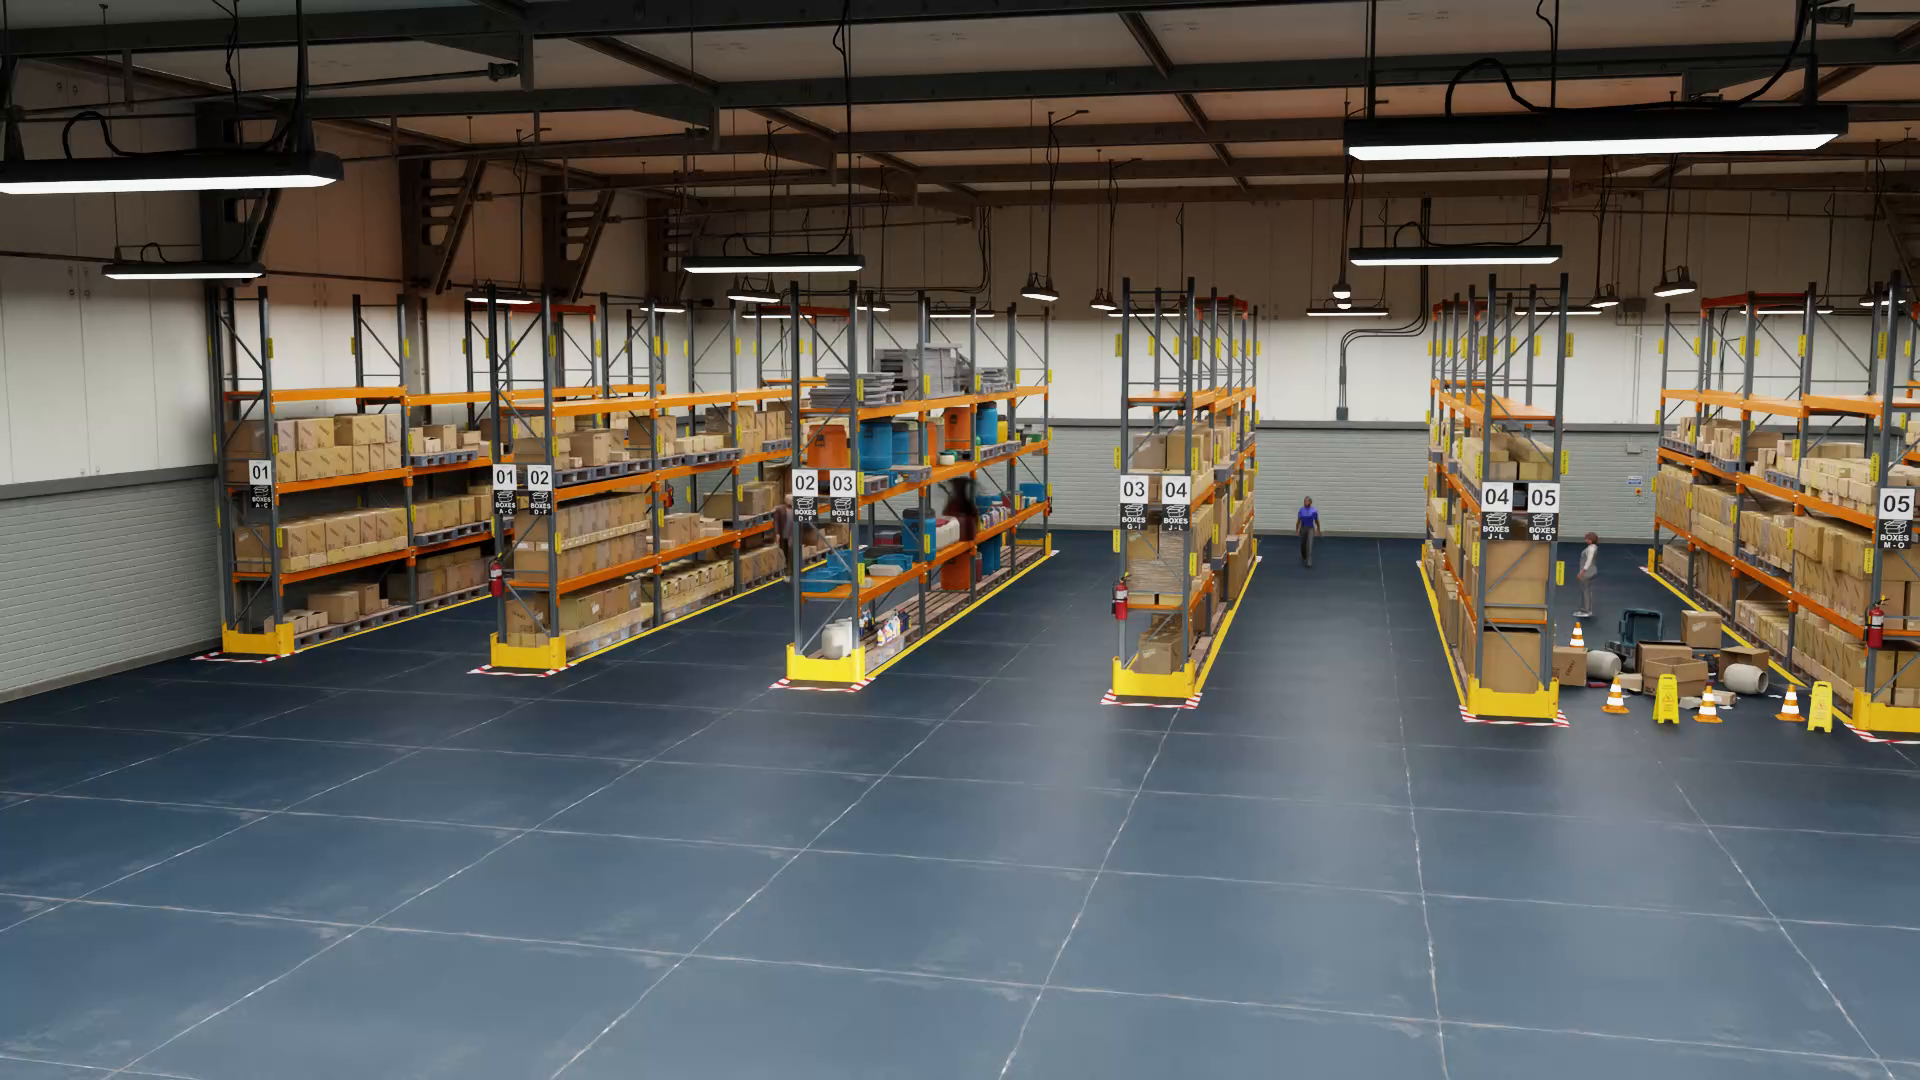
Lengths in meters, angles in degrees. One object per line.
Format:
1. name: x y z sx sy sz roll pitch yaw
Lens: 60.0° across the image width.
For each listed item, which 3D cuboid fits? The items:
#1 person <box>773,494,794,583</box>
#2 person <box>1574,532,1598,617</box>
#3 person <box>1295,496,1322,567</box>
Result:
1. person: -3.521 -0.060 33.772 0.526 1.747 0.985 2 7 16
2. person: 11.708 0.650 31.066 0.409 1.615 0.492 6 9 43
3. person: 8.047 -0.206 38.385 0.593 1.620 0.926 2 7 17
